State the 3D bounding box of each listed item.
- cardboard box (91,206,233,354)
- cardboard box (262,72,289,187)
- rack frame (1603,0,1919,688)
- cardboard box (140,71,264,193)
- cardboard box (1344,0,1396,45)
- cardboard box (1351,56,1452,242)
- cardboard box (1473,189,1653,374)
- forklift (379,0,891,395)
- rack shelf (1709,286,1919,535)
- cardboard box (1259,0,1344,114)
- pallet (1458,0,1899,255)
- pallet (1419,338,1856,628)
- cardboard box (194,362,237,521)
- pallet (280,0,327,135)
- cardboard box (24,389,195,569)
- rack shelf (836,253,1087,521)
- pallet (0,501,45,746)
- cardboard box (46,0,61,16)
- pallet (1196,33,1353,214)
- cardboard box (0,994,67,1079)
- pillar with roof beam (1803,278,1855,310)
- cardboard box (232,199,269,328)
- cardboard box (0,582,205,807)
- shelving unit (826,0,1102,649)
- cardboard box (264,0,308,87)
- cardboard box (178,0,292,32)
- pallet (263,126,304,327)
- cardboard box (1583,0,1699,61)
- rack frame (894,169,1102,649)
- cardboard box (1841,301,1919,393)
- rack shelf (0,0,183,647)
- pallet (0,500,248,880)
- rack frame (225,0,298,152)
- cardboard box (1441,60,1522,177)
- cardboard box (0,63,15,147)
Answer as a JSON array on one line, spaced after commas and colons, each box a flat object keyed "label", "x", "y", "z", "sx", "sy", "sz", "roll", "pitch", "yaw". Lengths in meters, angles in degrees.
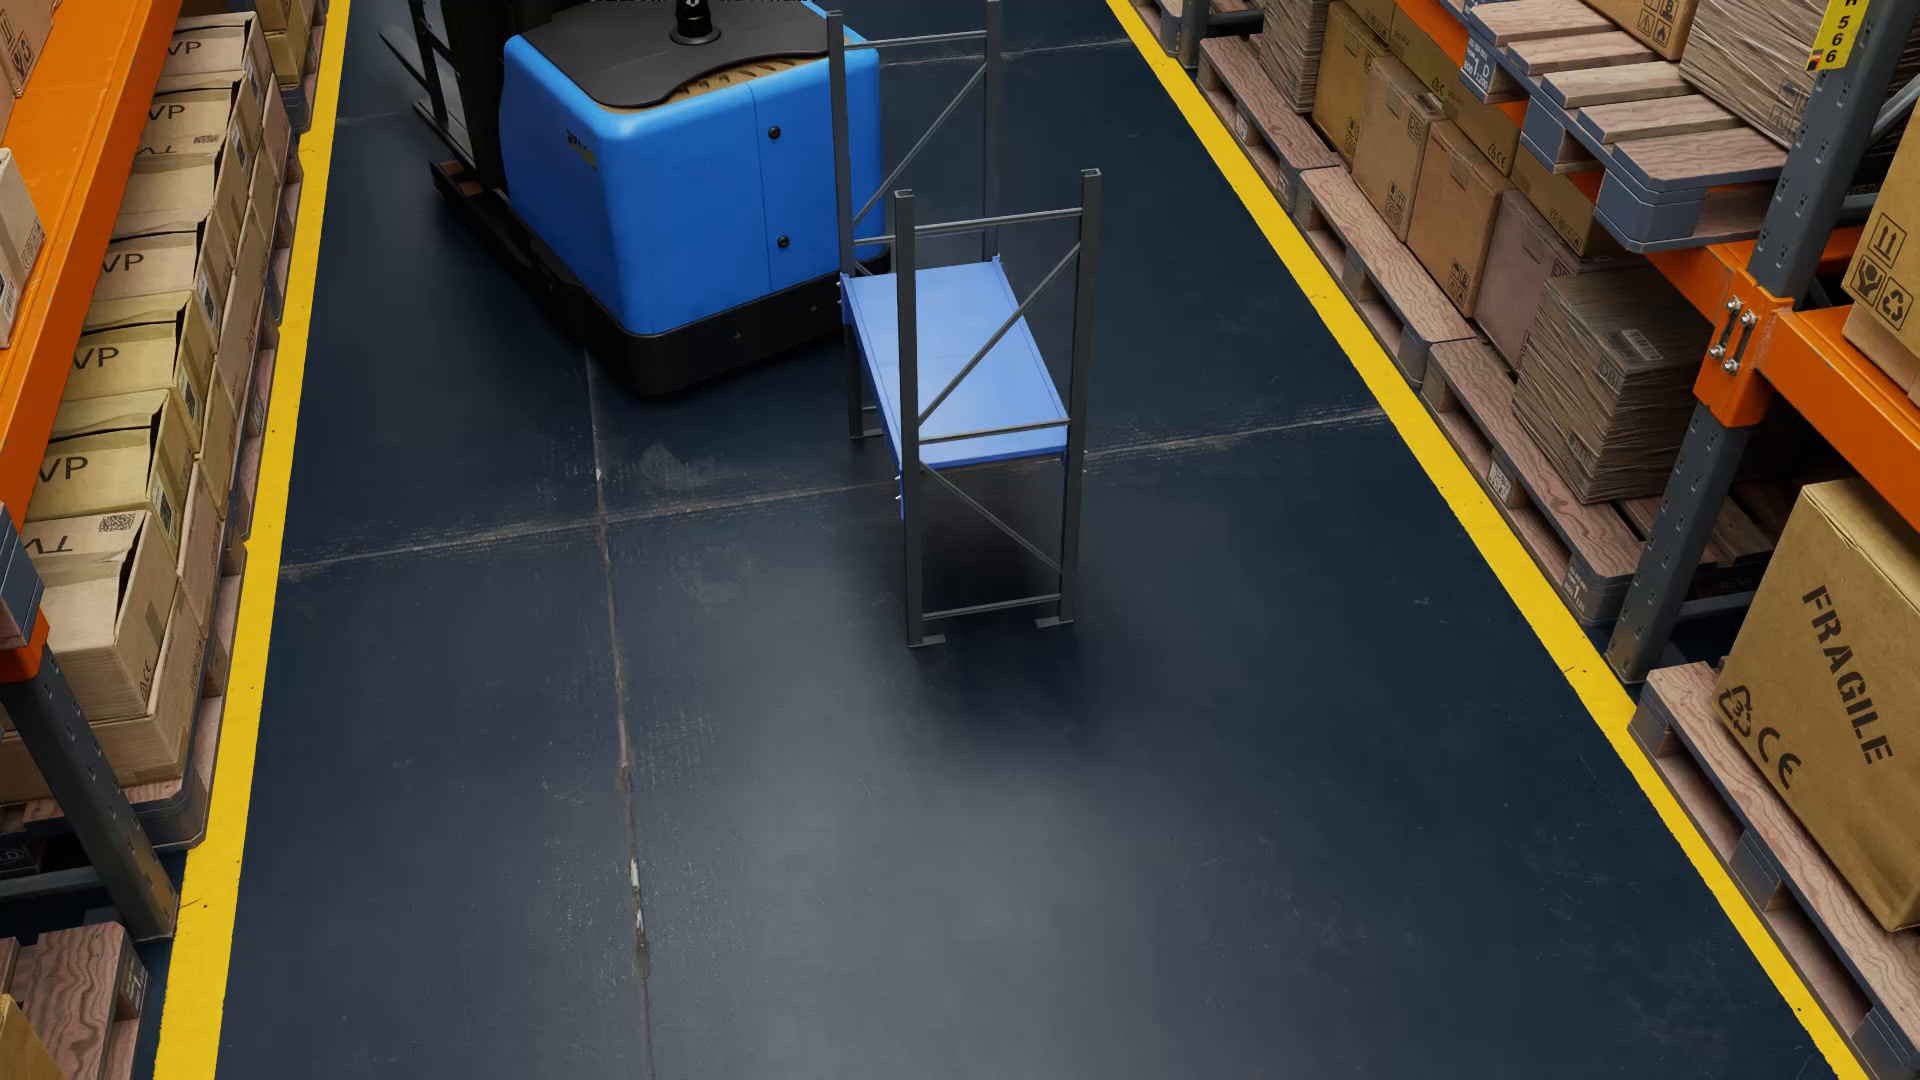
[{"label": "cardboard box", "x": -2.622, "y": -0.822, "z": 5.248, "sx": 0.500, "sy": 0.311, "sz": 0.500, "roll": -9, "pitch": 42, "yaw": -10}, {"label": "cardboard box", "x": -2.946, "y": -1.593, "z": 6.539, "sx": 0.500, "sy": 0.250, "sz": 0.500, "roll": -9, "pitch": 42, "yaw": -10}, {"label": "rack frame", "x": 2.381, "y": -0.810, "z": 3.903, "sx": 1.000, "sy": 3.000, "sz": 0.127, "roll": -8, "pitch": 42, "yaw": -9}, {"label": "cardboard box", "x": -2.832, "y": -1.472, "z": 5.981, "sx": 0.500, "sy": 0.311, "sz": 0.500, "roll": -7, "pitch": 42, "yaw": -8}, {"label": "cardboard box", "x": 1.792, "y": -2.154, "z": 6.403, "sx": 0.500, "sy": 0.250, "sz": 0.500, "roll": -9, "pitch": 42, "yaw": -10}, {"label": "cardboard box", "x": 1.924, "y": -1.494, "z": 6.225, "sx": 0.700, "sy": 0.500, "sz": 0.500, "roll": -8, "pitch": 42, "yaw": -9}, {"label": "cardboard box", "x": 2.177, "y": -0.850, "z": 5.499, "sx": 0.700, "sy": 0.500, "sz": 0.500, "roll": -8, "pitch": 42, "yaw": -9}, {"label": "forklift", "x": -1.496, "y": -2.537, "z": 5.900, "sx": 1.130, "sy": 2.935, "sz": 3.031, "roll": -24, "pitch": 47, "yaw": -25}, {"label": "rack shelf", "x": 2.813, "y": 0.755, "z": 2.682, "sx": 1.077, "sy": 0.370, "sz": 4.000, "roll": -8, "pitch": 42, "yaw": -9}, {"label": "cardboard box", "x": 1.693, "y": -2.158, "z": 6.973, "sx": 0.700, "sy": 0.500, "sz": 0.500, "roll": -7, "pitch": 42, "yaw": -8}, {"label": "pallet", "x": 2.124, "y": -1.185, "z": 4.470, "sx": 1.213, "sy": 0.211, "sz": 1.003, "roll": -8, "pitch": 42, "yaw": -9}, {"label": "pallet", "x": 2.214, "y": -0.274, "z": 5.400, "sx": 1.003, "sy": 0.211, "sz": 1.213, "roll": -8, "pitch": 42, "yaw": -9}, {"label": "cardboard box", "x": -2.508, "y": -0.270, "z": 5.050, "sx": 0.500, "sy": 0.250, "sz": 0.500, "roll": -9, "pitch": 42, "yaw": -10}, {"label": "pallet", "x": -3.449, "y": -2.170, "z": 7.535, "sx": 1.003, "sy": 0.211, "sz": 1.213, "roll": -8, "pitch": 42, "yaw": -9}, {"label": "cardboard box", "x": -2.403, "y": -0.158, "z": 4.500, "sx": 0.500, "sy": 0.311, "sz": 0.500, "roll": -9, "pitch": 42, "yaw": -10}, {"label": "rack shelf", "x": -0.018, "y": -0.482, "z": 4.934, "sx": 0.538, "sy": 0.185, "sz": 1.000, "roll": -8, "pitch": 42, "yaw": -9}, {"label": "pallet", "x": -2.240, "y": 0.403, "z": 2.681, "sx": 1.213, "sy": 0.211, "sz": 1.003, "roll": -8, "pitch": 42, "yaw": -9}, {"label": "cardboard box", "x": -3.055, "y": -1.887, "z": 5.041, "sx": 0.500, "sy": 0.500, "sz": 0.500, "roll": -6, "pitch": 42, "yaw": -6}, {"label": "pallet", "x": 1.688, "y": -1.856, "z": 7.182, "sx": 1.003, "sy": 0.211, "sz": 1.213, "roll": -8, "pitch": 42, "yaw": -9}, {"label": "cardboard box", "x": -2.024, "y": 1.245, "z": 3.140, "sx": 0.500, "sy": 0.500, "sz": 0.500, "roll": -7, "pitch": 42, "yaw": -8}, {"label": "pillar with roof beam", "x": -1.258, "y": -3.404, "z": 2.306, "sx": 9.100, "sy": 9.000, "sz": 0.400, "roll": -8, "pitch": 42, "yaw": -9}, {"label": "cardboard box", "x": -2.727, "y": -0.933, "z": 5.796, "sx": 0.500, "sy": 0.250, "sz": 0.500, "roll": -7, "pitch": 42, "yaw": -8}, {"label": "cardboard box", "x": -2.281, "y": 0.392, "z": 4.304, "sx": 0.500, "sy": 0.250, "sz": 0.500, "roll": -8, "pitch": 42, "yaw": -9}, {"label": "shelving unit", "x": -0.018, "y": -0.616, "z": 4.814, "sx": 0.538, "sy": 1.500, "sz": 1.048, "roll": -8, "pitch": 42, "yaw": -9}, {"label": "cardboard box", "x": -3.122, "y": -2.164, "z": 7.183, "sx": 0.500, "sy": 0.250, "sz": 0.500, "roll": -8, "pitch": 42, "yaw": -9}, {"label": "cardboard box", "x": -3.112, "y": -2.446, "z": 6.936, "sx": 0.500, "sy": 0.500, "sz": 0.500, "roll": -8, "pitch": 42, "yaw": -9}, {"label": "pallet", "x": -3.121, "y": -1.176, "z": 6.416, "sx": 1.003, "sy": 0.211, "sz": 1.213, "roll": -8, "pitch": 42, "yaw": -9}, {"label": "cardboard box", "x": 2.123, "y": -1.674, "z": 4.470, "sx": 0.700, "sy": 0.500, "sz": 0.500, "roll": -12, "pitch": 43, "yaw": -13}, {"label": "rack frame", "x": 0.091, "y": -0.287, "z": 4.443, "sx": 0.500, "sy": 1.500, "sz": 0.032, "roll": -8, "pitch": 42, "yaw": -9}, {"label": "cardboard box", "x": 2.226, "y": -0.477, "z": 3.702, "sx": 0.380, "sy": 0.149, "sz": 0.250, "roll": -9, "pitch": 42, "yaw": -10}, {"label": "rack shelf", "x": -2.886, "y": -1.126, "z": 4.800, "sx": 1.077, "sy": 0.370, "sz": 4.000, "roll": -8, "pitch": 42, "yaw": -9}, {"label": "pallet", "x": -2.594, "y": 0.405, "z": 4.634, "sx": 1.003, "sy": 0.211, "sz": 1.213, "roll": -8, "pitch": 42, "yaw": -9}, {"label": "rack frame", "x": -3.318, "y": -2.691, "z": 6.022, "sx": 1.000, "sy": 3.000, "sz": 0.127, "roll": -8, "pitch": 42, "yaw": -9}, {"label": "cardboard box", "x": 1.997, "y": -1.491, "z": 5.657, "sx": 0.500, "sy": 0.250, "sz": 0.500, "roll": -9, "pitch": 42, "yaw": -9}, {"label": "cardboard box", "x": -2.833, "y": -1.221, "z": 4.291, "sx": 0.500, "sy": 0.500, "sz": 0.500, "roll": -10, "pitch": 43, "yaw": -12}]
